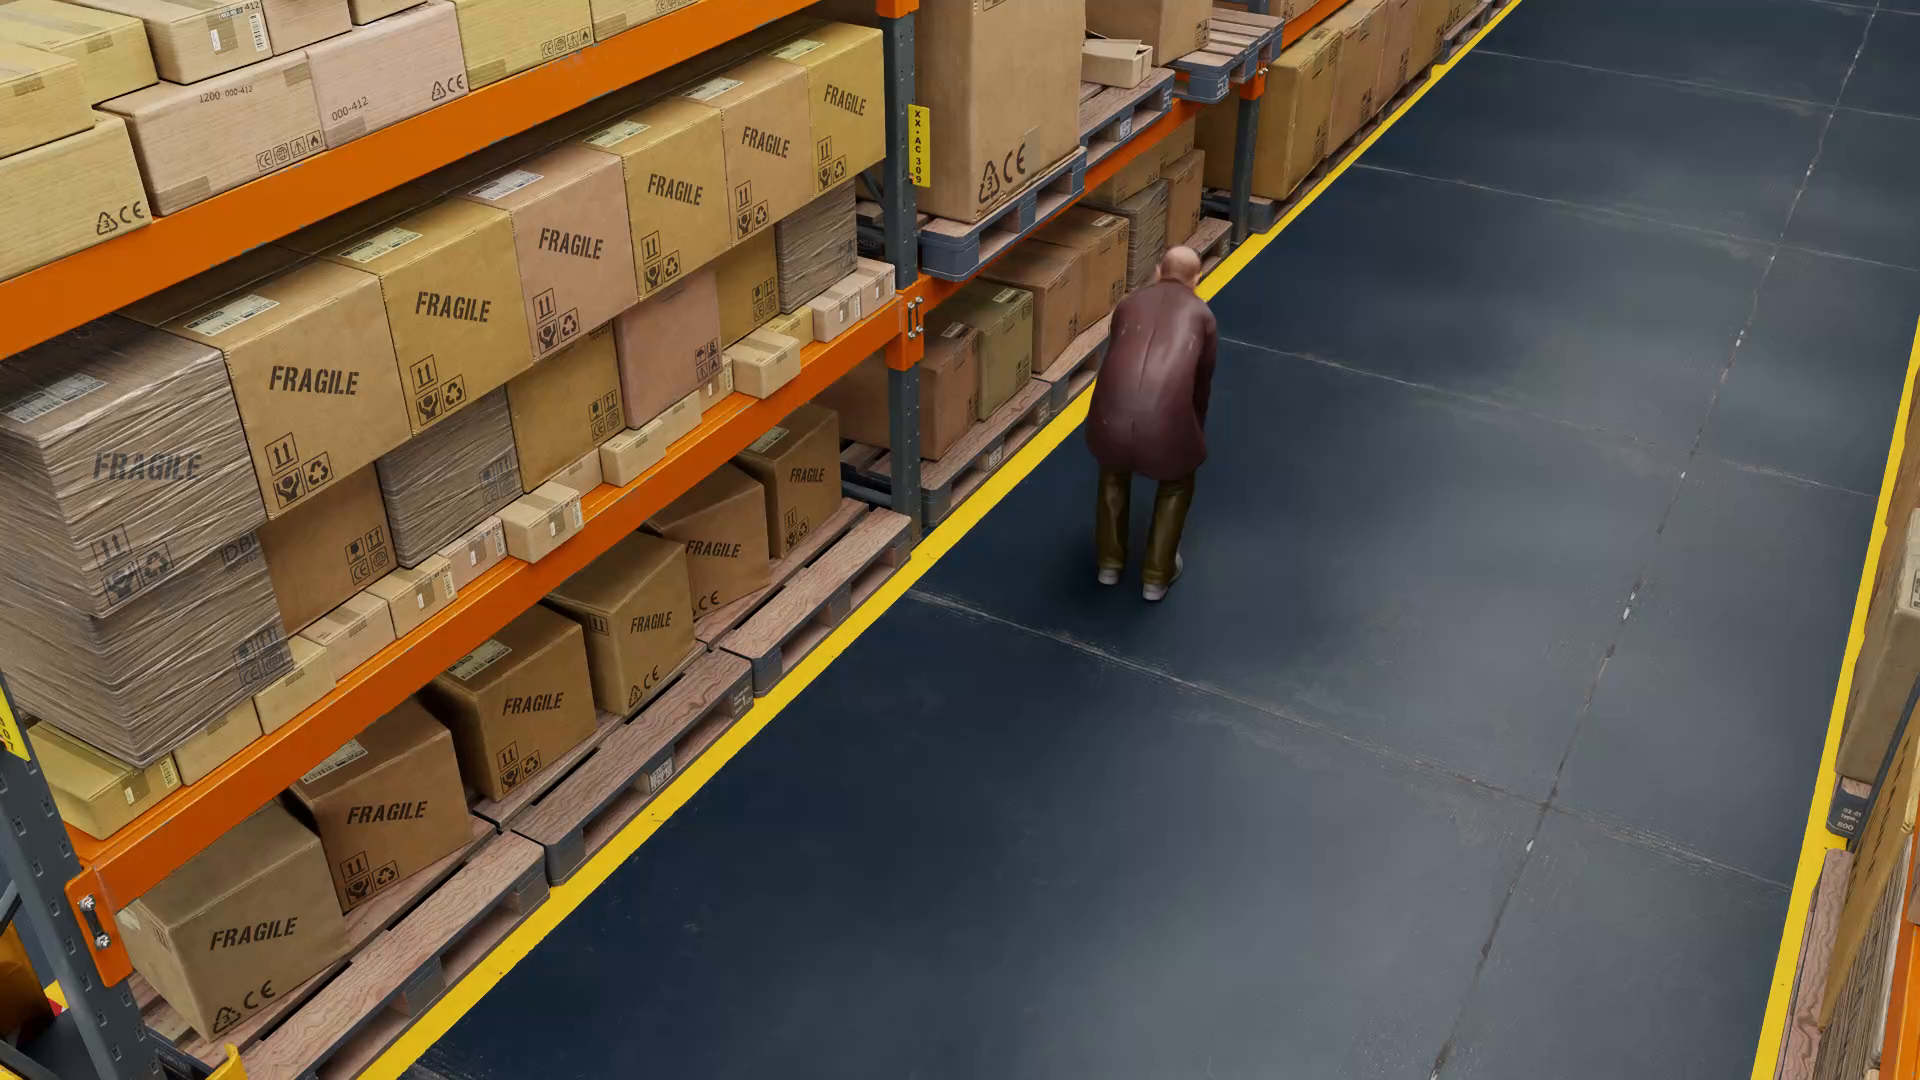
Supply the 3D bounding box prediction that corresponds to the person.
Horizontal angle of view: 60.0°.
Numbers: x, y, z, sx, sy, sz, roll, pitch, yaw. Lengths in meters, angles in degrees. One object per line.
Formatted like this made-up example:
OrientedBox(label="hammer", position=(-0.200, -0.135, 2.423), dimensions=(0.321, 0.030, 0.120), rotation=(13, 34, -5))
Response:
OrientedBox(label="person", position=(0.860, -0.505, 7.299), dimensions=(0.547, 1.355, 0.891), rotation=(11, 35, 16))
